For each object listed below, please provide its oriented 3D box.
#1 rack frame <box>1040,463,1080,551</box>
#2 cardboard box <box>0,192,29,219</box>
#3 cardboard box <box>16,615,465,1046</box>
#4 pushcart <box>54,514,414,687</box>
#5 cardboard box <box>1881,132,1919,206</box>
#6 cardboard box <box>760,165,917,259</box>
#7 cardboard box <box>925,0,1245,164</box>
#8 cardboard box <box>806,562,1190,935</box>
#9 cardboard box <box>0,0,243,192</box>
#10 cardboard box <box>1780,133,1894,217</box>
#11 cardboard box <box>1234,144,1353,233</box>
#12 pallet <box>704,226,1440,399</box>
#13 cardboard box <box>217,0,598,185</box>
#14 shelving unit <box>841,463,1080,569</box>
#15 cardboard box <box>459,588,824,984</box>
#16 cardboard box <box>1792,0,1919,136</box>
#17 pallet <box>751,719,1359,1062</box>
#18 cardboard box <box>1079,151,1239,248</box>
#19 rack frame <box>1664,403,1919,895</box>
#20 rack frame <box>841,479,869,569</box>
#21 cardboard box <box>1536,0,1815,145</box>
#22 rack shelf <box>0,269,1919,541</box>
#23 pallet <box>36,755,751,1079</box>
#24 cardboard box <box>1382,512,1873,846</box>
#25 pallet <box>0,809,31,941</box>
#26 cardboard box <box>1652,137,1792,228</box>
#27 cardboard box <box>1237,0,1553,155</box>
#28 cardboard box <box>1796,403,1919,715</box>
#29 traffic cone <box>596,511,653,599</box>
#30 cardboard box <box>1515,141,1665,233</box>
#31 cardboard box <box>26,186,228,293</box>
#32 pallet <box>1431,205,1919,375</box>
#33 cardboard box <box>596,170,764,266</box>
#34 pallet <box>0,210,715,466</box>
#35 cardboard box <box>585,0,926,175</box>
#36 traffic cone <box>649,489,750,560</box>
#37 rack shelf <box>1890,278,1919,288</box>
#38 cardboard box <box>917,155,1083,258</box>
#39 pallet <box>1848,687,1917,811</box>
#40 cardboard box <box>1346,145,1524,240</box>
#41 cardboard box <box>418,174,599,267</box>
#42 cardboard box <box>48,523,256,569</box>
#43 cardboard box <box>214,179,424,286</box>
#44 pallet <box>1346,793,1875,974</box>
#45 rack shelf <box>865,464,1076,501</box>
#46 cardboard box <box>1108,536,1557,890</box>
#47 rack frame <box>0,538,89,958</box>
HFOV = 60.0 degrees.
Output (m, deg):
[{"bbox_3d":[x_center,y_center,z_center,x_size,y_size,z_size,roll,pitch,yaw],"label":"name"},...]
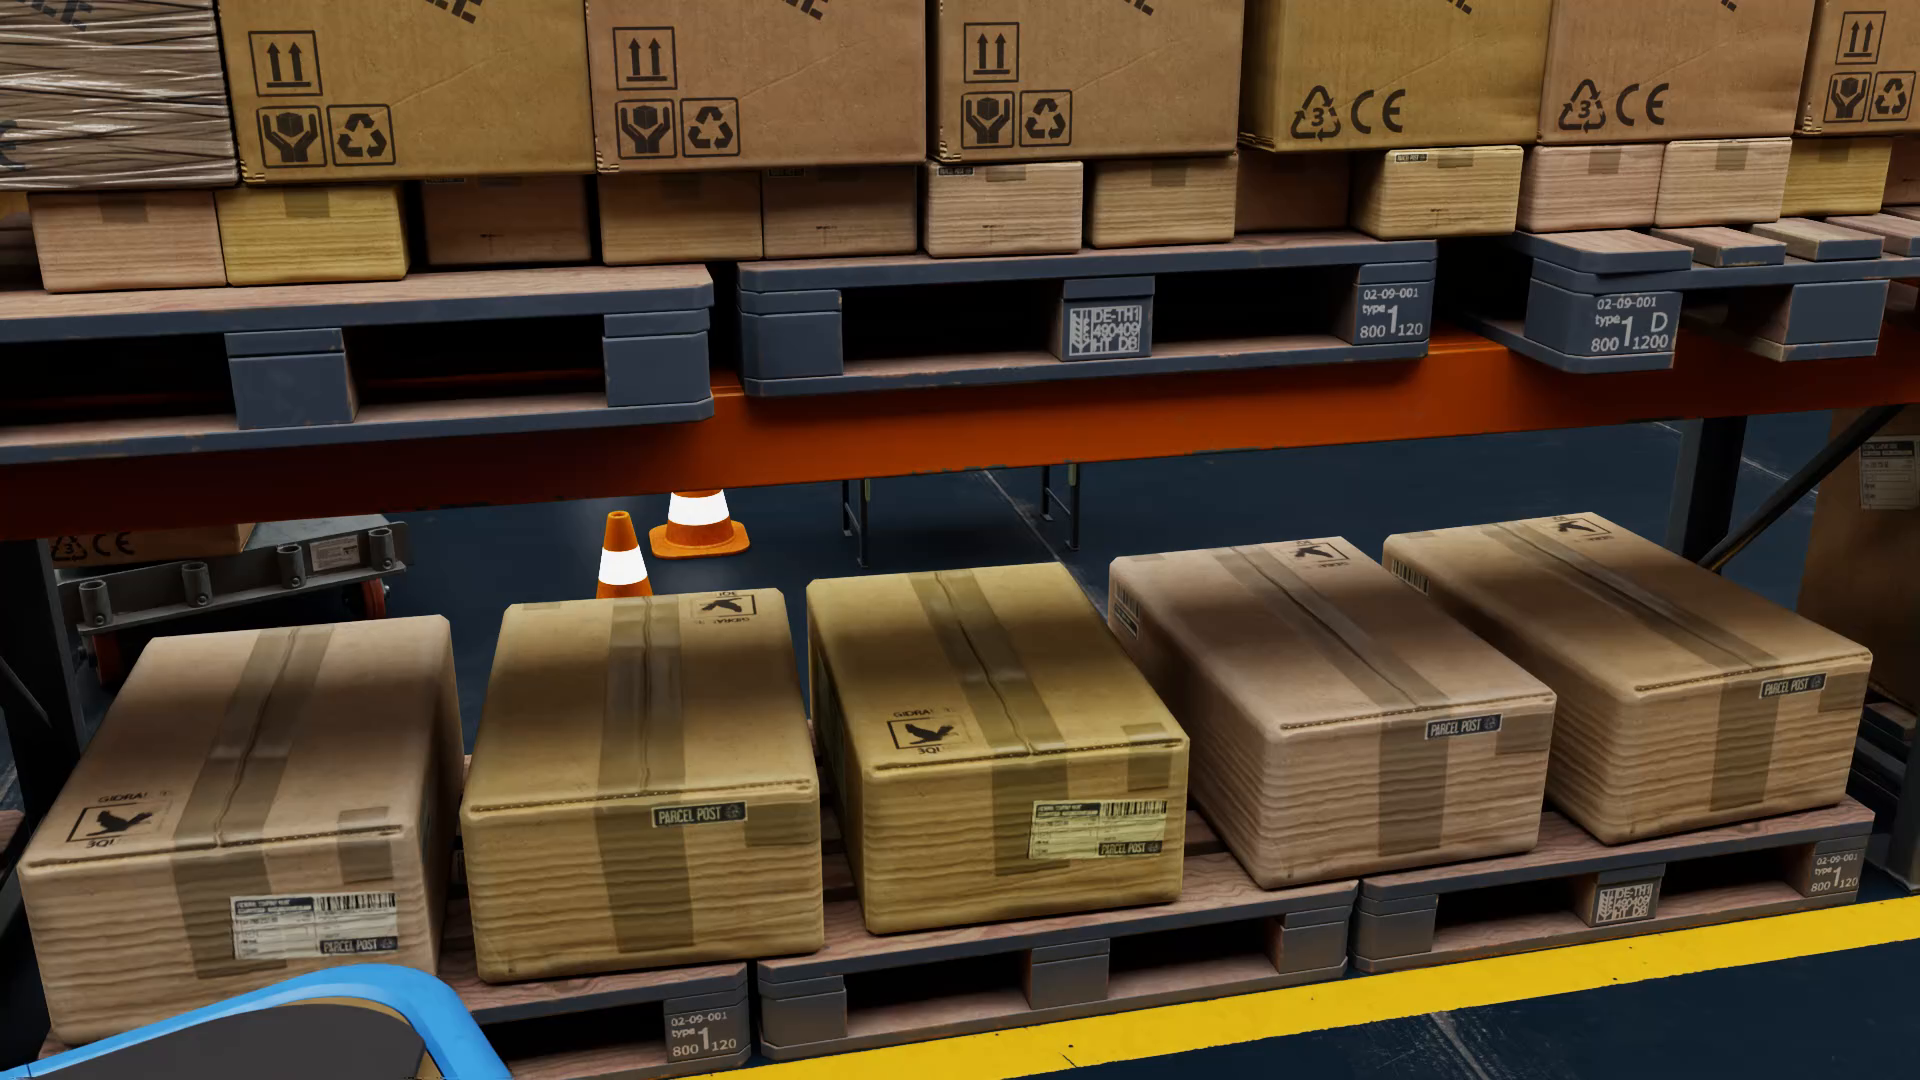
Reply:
[{"bbox_3d":[0.350,-0.733,5.634,0.023,1.500,0.400,-5,21,-12],"label":"rack frame"},{"bbox_3d":[-3.712,-1.301,7.485,0.875,0.875,0.875,-4,21,-12],"label":"cardboard box"},{"bbox_3d":[-1.337,0.515,3.258,0.625,0.372,0.950,-4,21,-12],"label":"cardboard box"},{"bbox_3d":[-2.420,-0.007,5.286,0.936,0.377,1.648,-13,24,-31],"label":"pushcart"},{"bbox_3d":[1.781,-0.770,3.312,0.250,0.149,0.380,-4,20,-10],"label":"cardboard box"},{"bbox_3d":[-0.232,-0.587,2.810,0.250,0.149,0.380,-4,21,-12],"label":"cardboard box"},{"bbox_3d":[0.145,-0.923,2.785,0.500,0.500,0.500,-6,21,-15],"label":"cardboard box"},{"bbox_3d":[0.038,0.401,3.568,0.625,0.372,0.950,-4,20,-11],"label":"cardboard box"},{"bbox_3d":[-1.324,-0.804,2.461,0.500,0.500,0.500,-4,21,-11],"label":"cardboard box"},{"bbox_3d":[1.537,-0.725,3.188,0.250,0.149,0.380,-4,21,-12],"label":"cardboard box"},{"bbox_3d":[0.517,-0.669,3.034,0.250,0.149,0.380,-4,21,-12],"label":"cardboard box"},{"bbox_3d":[0.129,-0.536,3.194,1.213,0.211,1.003,-5,21,-12],"label":"pallet"},{"bbox_3d":[-0.837,-0.844,2.570,0.500,0.500,0.500,-5,21,-12],"label":"cardboard box"},{"bbox_3d":[-0.006,-0.704,5.555,0.755,1.500,0.431,-5,21,-12],"label":"shelving unit"},{"bbox_3d":[-0.638,0.457,3.416,0.625,0.372,0.950,-3,20,-9],"label":"cardboard box"},{"bbox_3d":[1.668,-1.051,3.134,0.500,0.500,0.500,-5,21,-14],"label":"cardboard box"},{"bbox_3d":[0.100,0.670,3.678,1.213,0.211,1.003,-5,21,-12],"label":"pallet"},{"bbox_3d":[0.292,-0.621,2.905,0.250,0.149,0.380,-5,21,-14],"label":"cardboard box"},{"bbox_3d":[2.046,-0.796,3.627,0.127,3.000,1.000,-5,21,-12],"label":"rack frame"},{"bbox_3d":[-0.363,-0.675,5.476,0.023,1.500,0.400,-5,21,-12],"label":"rack frame"},{"bbox_3d":[1.167,-1.006,3.012,0.500,0.500,0.500,-5,21,-13],"label":"cardboard box"},{"bbox_3d":[0.100,-0.300,3.318,4.000,0.370,1.077,-5,21,-12],"label":"rack shelf"},{"bbox_3d":[-1.089,0.768,3.412,1.213,0.211,1.003,-5,21,-12],"label":"pallet"},{"bbox_3d":[1.494,0.282,3.893,0.625,0.372,0.950,-6,21,-16],"label":"cardboard box"},{"bbox_3d":[-2.492,0.895,3.065,1.213,0.211,1.003,-5,21,-12],"label":"pallet"},{"bbox_3d":[1.302,-0.690,3.092,0.250,0.149,0.380,-5,21,-13],"label":"cardboard box"},{"bbox_3d":[0.676,-0.966,2.902,0.500,0.500,0.500,-6,21,-16],"label":"cardboard box"},{"bbox_3d":[2.737,-0.022,3.993,0.875,0.875,0.875,-5,21,-13],"label":"cardboard box"},{"bbox_3d":[-0.962,0.145,4.746,0.334,0.463,0.336,-5,21,-12],"label":"traffic cone"},{"bbox_3d":[1.055,-0.673,3.045,0.250,0.149,0.380,-6,21,-15],"label":"cardboard box"},{"bbox_3d":[-1.236,-0.497,2.564,0.250,0.149,0.380,-4,21,-12],"label":"cardboard box"},{"bbox_3d":[1.377,-0.614,3.408,1.003,0.211,1.213,-5,21,-12],"label":"pallet"},{"bbox_3d":[-0.473,-0.568,2.758,0.250,0.149,0.380,-4,21,-12],"label":"cardboard box"},{"bbox_3d":[-1.069,-0.401,2.828,1.213,0.211,1.003,-5,21,-12],"label":"pallet"},{"bbox_3d":[-0.353,-0.879,2.664,0.500,0.500,0.500,-5,21,-13],"label":"cardboard box"},{"bbox_3d":[-0.910,-0.213,5.722,0.334,0.463,0.336,-5,21,-12],"label":"traffic cone"},{"bbox_3d":[3.992,-0.616,4.182,4.000,0.370,1.077,-5,21,-12],"label":"rack shelf"},{"bbox_3d":[0.039,-0.590,2.820,0.250,0.149,0.380,-4,20,-10],"label":"cardboard box"},{"bbox_3d":[2.831,0.476,4.208,1.213,0.211,1.003,-5,21,-12],"label":"pallet"},{"bbox_3d":[0.791,-0.646,2.973,0.250,0.149,0.380,-4,21,-12],"label":"cardboard box"},{"bbox_3d":[-0.733,-0.561,2.741,0.250,0.149,0.380,-3,20,-9],"label":"cardboard box"},{"bbox_3d":[-2.285,-0.255,4.682,0.500,0.500,0.500,-5,21,-12],"label":"cardboard box"},{"bbox_3d":[-0.991,-0.513,2.610,0.250,0.149,0.380,-4,21,-11],"label":"cardboard box"},{"bbox_3d":[1.285,0.575,3.939,1.213,0.211,1.003,-5,21,-12],"label":"pallet"},{"bbox_3d":[-0.006,-0.398,5.667,0.720,0.370,0.431,-5,21,-12],"label":"rack shelf"},{"bbox_3d":[0.778,0.343,3.727,0.625,0.372,0.950,-5,21,-14],"label":"cardboard box"},{"bbox_3d":[-1.847,-0.479,2.762,0.127,3.000,1.000,-5,21,-12],"label":"rack frame"}]
